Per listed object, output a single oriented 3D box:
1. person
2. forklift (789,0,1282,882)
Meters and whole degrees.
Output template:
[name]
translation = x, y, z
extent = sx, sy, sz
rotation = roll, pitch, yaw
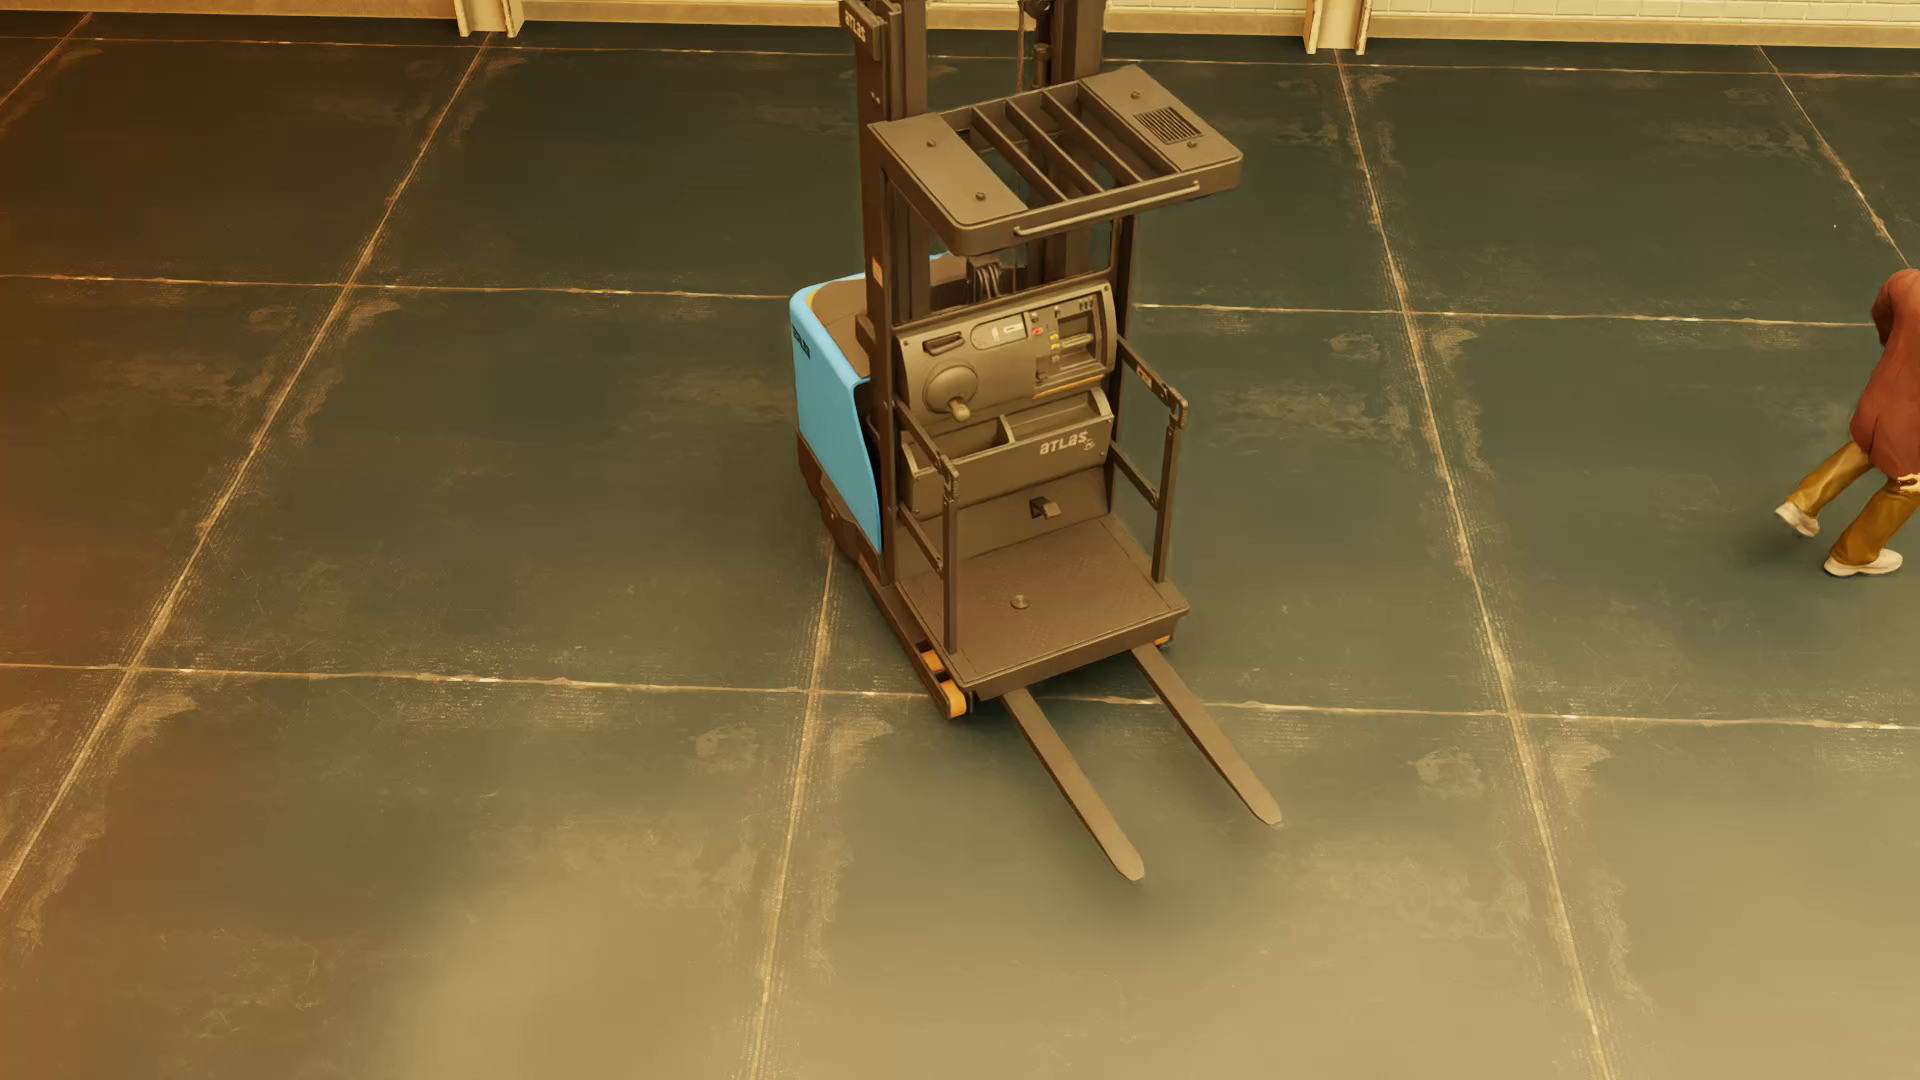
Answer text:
[person]
translation = 4.085, -0.557, 7.225
extent = 0.598, 1.760, 0.826
rotation = -10, 43, -11
[forklift]
translation = 0.293, -0.665, 6.470
extent = 1.130, 2.935, 3.031
rotation = -18, 45, -18
